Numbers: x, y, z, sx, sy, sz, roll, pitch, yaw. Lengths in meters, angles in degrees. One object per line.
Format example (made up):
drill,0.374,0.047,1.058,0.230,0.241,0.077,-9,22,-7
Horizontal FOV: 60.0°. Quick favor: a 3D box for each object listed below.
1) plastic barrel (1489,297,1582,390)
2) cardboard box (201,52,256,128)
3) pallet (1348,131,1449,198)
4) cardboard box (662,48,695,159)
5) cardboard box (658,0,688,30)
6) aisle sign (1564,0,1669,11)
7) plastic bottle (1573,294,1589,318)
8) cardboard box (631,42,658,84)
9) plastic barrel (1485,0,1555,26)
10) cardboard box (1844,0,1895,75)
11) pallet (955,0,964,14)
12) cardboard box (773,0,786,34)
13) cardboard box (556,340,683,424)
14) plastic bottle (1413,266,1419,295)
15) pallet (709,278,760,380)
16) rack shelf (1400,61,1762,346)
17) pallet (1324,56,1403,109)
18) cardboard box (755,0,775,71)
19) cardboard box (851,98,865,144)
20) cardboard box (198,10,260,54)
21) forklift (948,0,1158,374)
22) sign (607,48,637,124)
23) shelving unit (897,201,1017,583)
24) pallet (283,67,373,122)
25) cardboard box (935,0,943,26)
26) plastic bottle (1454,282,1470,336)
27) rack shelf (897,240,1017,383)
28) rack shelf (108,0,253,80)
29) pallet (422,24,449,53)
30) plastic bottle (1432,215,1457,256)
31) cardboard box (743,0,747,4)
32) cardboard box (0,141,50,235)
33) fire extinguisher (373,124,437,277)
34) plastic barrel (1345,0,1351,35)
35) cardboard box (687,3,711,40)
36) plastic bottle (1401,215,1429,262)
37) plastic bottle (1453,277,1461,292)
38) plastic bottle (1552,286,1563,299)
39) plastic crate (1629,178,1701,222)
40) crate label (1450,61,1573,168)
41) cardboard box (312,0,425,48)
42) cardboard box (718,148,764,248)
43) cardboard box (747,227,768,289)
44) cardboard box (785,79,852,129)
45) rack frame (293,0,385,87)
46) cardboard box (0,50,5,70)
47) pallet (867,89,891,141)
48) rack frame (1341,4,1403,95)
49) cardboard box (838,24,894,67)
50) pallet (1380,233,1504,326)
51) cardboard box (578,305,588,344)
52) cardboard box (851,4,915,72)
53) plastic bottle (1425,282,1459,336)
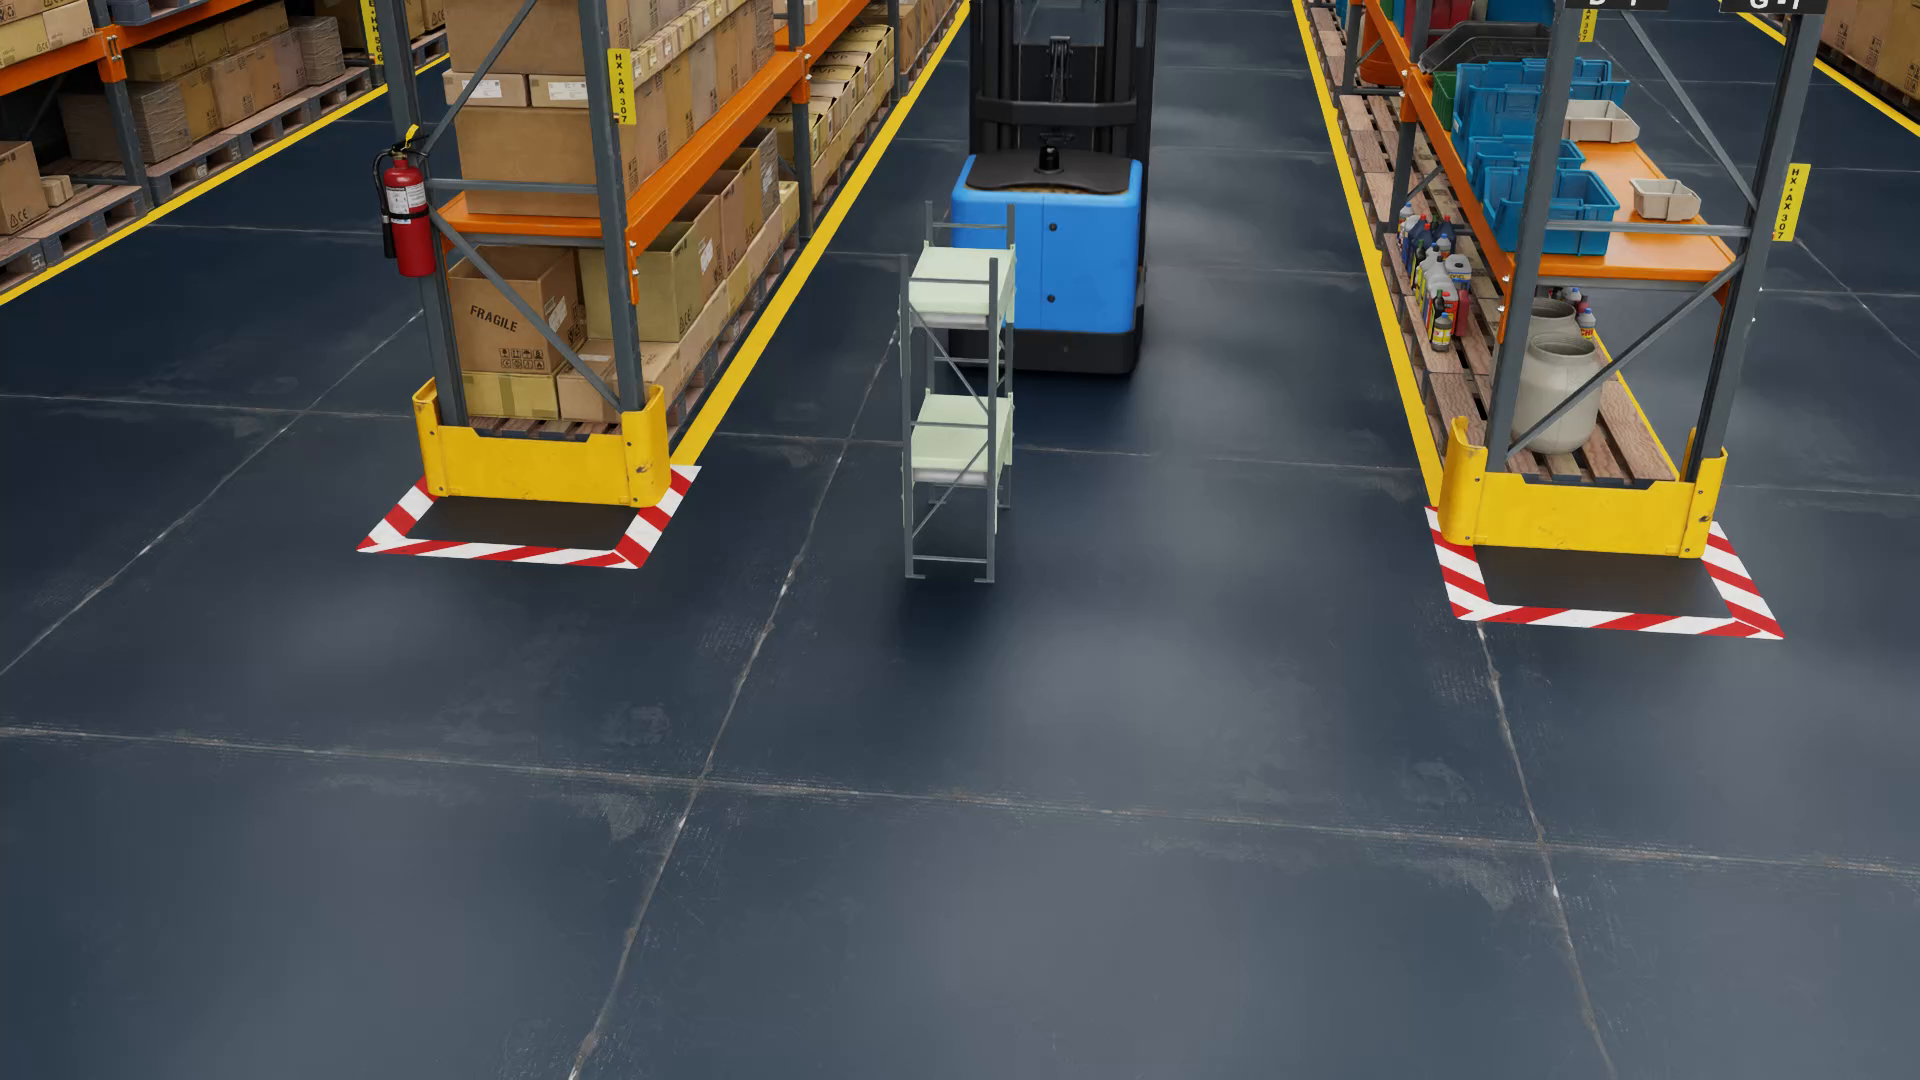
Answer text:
plastic barrel,2.954,-0.950,8.531,0.421,0.512,0.421,0,28,0
cardboard box,-6.264,-3.693,13.615,0.700,0.500,0.500,4,29,7
pallet,3.583,-2.913,12.935,1.003,0.211,1.213,3,28,6
cardboard box,-1.831,-2.344,8.832,0.700,0.500,0.500,4,29,7
cardboard box,-1.831,-2.944,8.579,0.700,0.500,0.500,3,29,6
aisle sign,2.584,-2.438,6.372,0.394,0.787,0.004,3,28,6
plastic bottle,3.465,-1.249,9.305,0.061,0.283,0.133,4,29,7
cardboard box,-1.704,-2.343,8.148,0.380,0.149,0.250,3,29,6
plastic barrel,3.726,-3.578,10.700,0.600,0.901,0.708,3,28,6
cardboard box,9.006,-4.780,15.258,1.225,0.875,0.875,3,29,6
pallet,-0.472,-6.344,19.303,1.003,0.211,1.213,3,28,6
cardboard box,-1.520,-3.651,11.522,0.500,0.250,0.500,5,29,9
cardboard box,-1.741,-0.814,8.554,0.500,0.250,0.500,3,28,6
plastic bottle,2.786,-1.578,10.003,0.097,0.201,0.097,0,28,0
pallet,-1.823,-1.307,9.954,1.003,0.211,1.213,3,28,6
rack shelf,3.133,-1.935,8.937,1.077,0.370,4.000,3,28,6
pallet,3.924,-4.222,15.364,1.003,0.211,1.213,3,28,6
cardboard box,-1.585,-3.317,10.640,0.700,0.500,0.500,3,28,5
cardboard box,-1.054,-3.356,13.274,0.500,0.250,0.500,4,29,7
cardboard box,-6.191,-4.226,13.812,0.500,0.250,0.500,3,28,6
forklift,0.630,-2.895,10.033,1.130,2.935,3.031,3,28,6
sign,-1.477,-1.981,7.267,0.100,0.325,0.005,3,28,6
shelving unit,-0.001,-0.657,7.388,0.431,1.500,0.755,3,28,6
pallet,-6.061,-4.056,15.056,1.003,0.211,1.213,3,28,6
cardboard box,-0.464,-5.624,17.199,0.500,0.500,0.500,4,29,7
plastic bottle,2.842,-1.309,9.417,0.061,0.283,0.133,3,28,6
rack shelf,-0.001,-1.001,7.203,0.431,0.370,0.720,3,28,6
rack shelf,-6.209,-4.393,13.501,1.077,0.370,4.000,3,28,6
pallet,-5.641,-5.363,17.483,1.003,0.211,1.213,3,28,6
plastic bottle,3.011,-1.856,10.362,0.144,0.351,0.185,3,28,6
cardboard box,-1.451,-3.308,9.939,0.380,0.149,0.250,3,28,6
cardboard box,-6.542,-2.371,11.160,0.500,0.500,0.500,1,28,2
fire extinguisher,-2.503,-1.537,7.522,0.296,0.674,0.183,3,28,6
plastic barrel,4.030,-5.199,16.419,0.421,0.512,0.421,0,28,0
cardboard box,-1.576,-2.825,9.042,0.380,0.149,0.250,4,29,7
plastic bottle,2.892,-1.909,10.539,0.152,0.276,0.135,4,29,8
plastic bottle,2.895,-1.436,9.739,0.097,0.201,0.097,0,28,0
plastic bottle,3.499,-1.442,9.676,0.097,0.271,0.097,0,28,0
plastic crate,3.317,-1.597,7.829,0.298,0.136,0.250,3,28,6
crate label,2.845,-2.208,8.648,0.502,0.435,0.616,3,28,6
cardboard box,-5.744,-5.229,16.116,0.750,0.750,0.750,3,28,6
cardboard box,-1.508,-2.086,10.125,0.500,0.500,0.500,3,28,6
cardboard box,-1.495,-1.755,10.301,0.500,0.250,0.500,3,28,6
cardboard box,-1.111,-3.363,12.695,0.500,0.311,0.500,2,28,5
rack frame,-5.964,-5.652,15.078,1.000,3.000,0.127,3,28,6
cardboard box,-6.327,-2.999,10.291,0.500,0.250,0.500,3,28,6
pallet,-1.187,-3.753,14.493,1.003,0.211,1.213,3,28,6
rack frame,3.868,-5.076,14.009,1.000,3.000,0.127,3,28,6
cardboard box,-0.867,-4.326,14.482,0.500,0.311,0.500,4,29,8
pallet,3.255,-1.652,10.593,1.003,0.211,1.213,3,28,6
cardboard box,-2.206,-1.080,9.048,0.500,0.250,0.500,3,28,6
cardboard box,-0.708,-4.656,15.402,0.500,0.500,0.500,5,29,8
plastic bottle,2.736,-1.312,9.430,0.152,0.276,0.135,4,29,7
